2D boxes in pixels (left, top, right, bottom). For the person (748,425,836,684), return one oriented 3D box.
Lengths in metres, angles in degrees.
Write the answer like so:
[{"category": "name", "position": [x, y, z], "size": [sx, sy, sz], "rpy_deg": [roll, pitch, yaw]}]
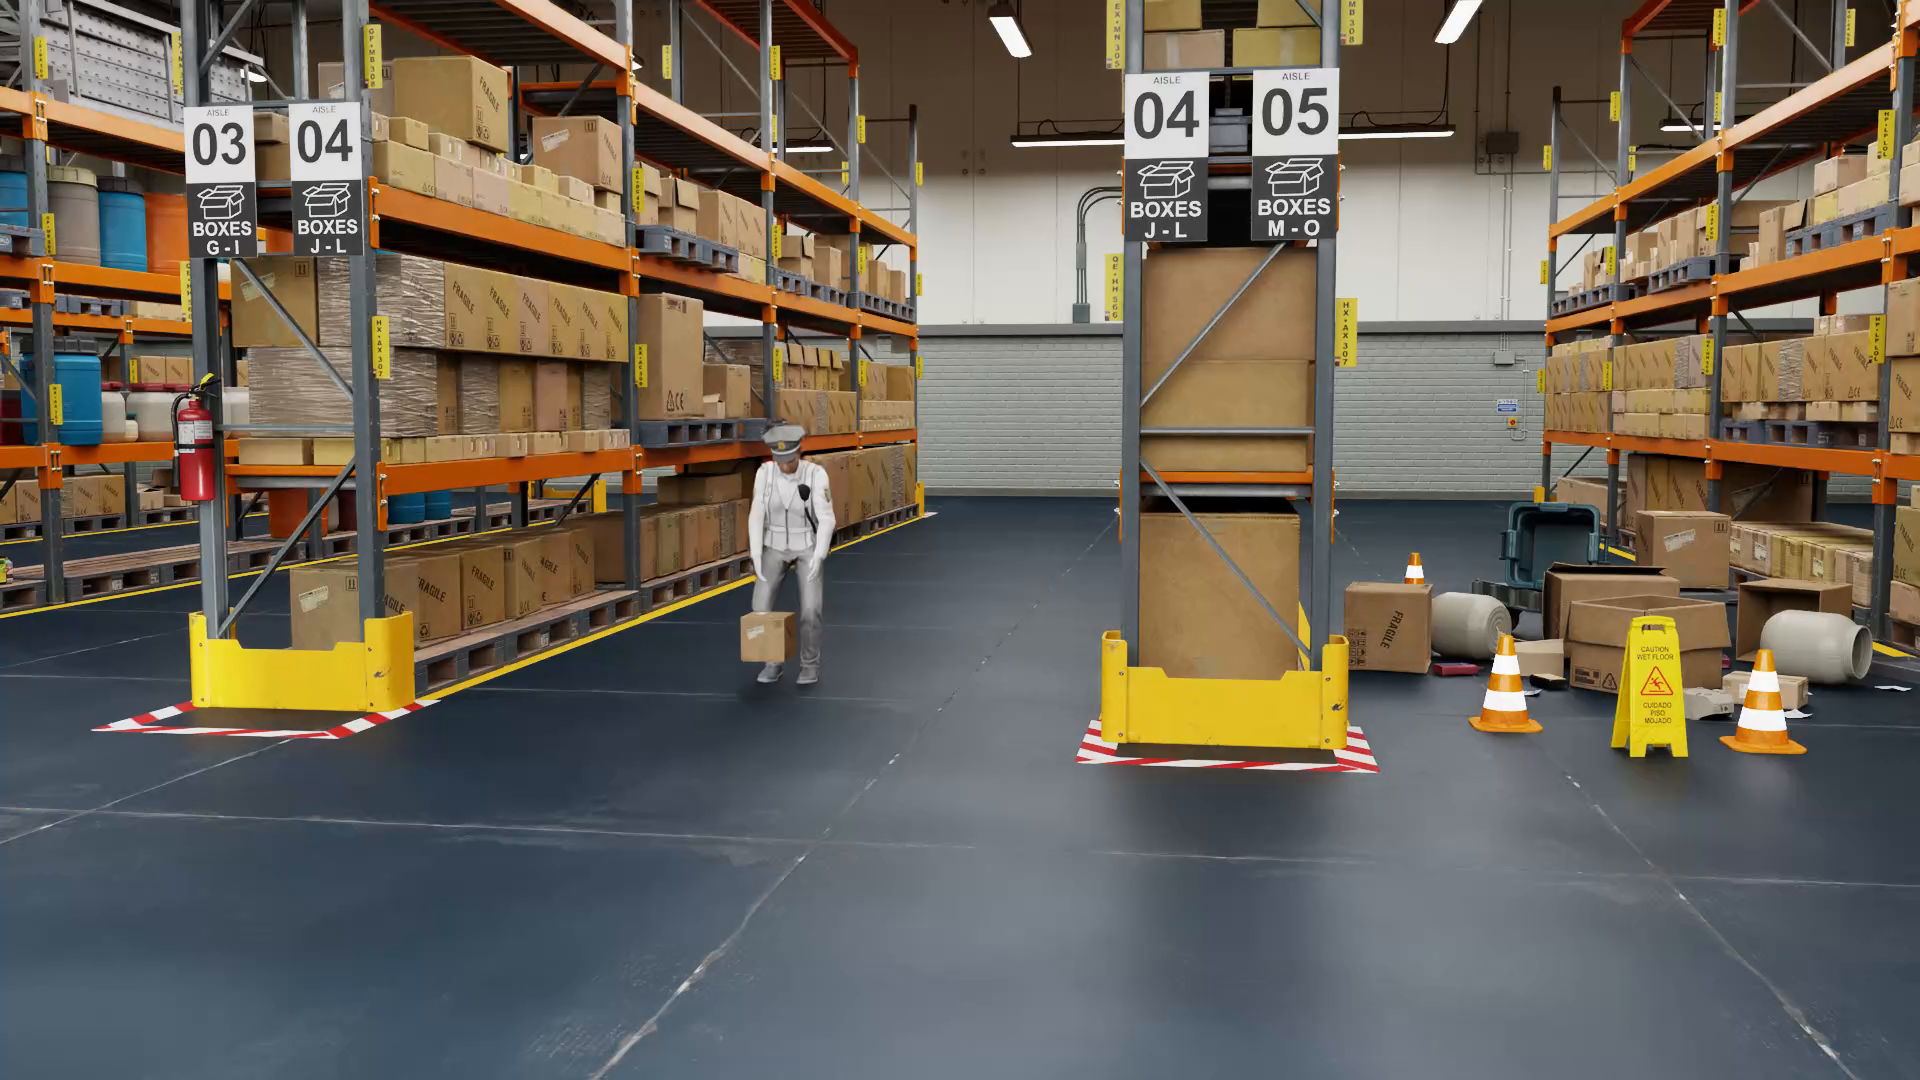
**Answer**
[{"category": "person", "position": [-0.986, 0.085, 9.800], "size": [0.526, 1.522, 0.586], "rpy_deg": [1, 5, 9]}]
